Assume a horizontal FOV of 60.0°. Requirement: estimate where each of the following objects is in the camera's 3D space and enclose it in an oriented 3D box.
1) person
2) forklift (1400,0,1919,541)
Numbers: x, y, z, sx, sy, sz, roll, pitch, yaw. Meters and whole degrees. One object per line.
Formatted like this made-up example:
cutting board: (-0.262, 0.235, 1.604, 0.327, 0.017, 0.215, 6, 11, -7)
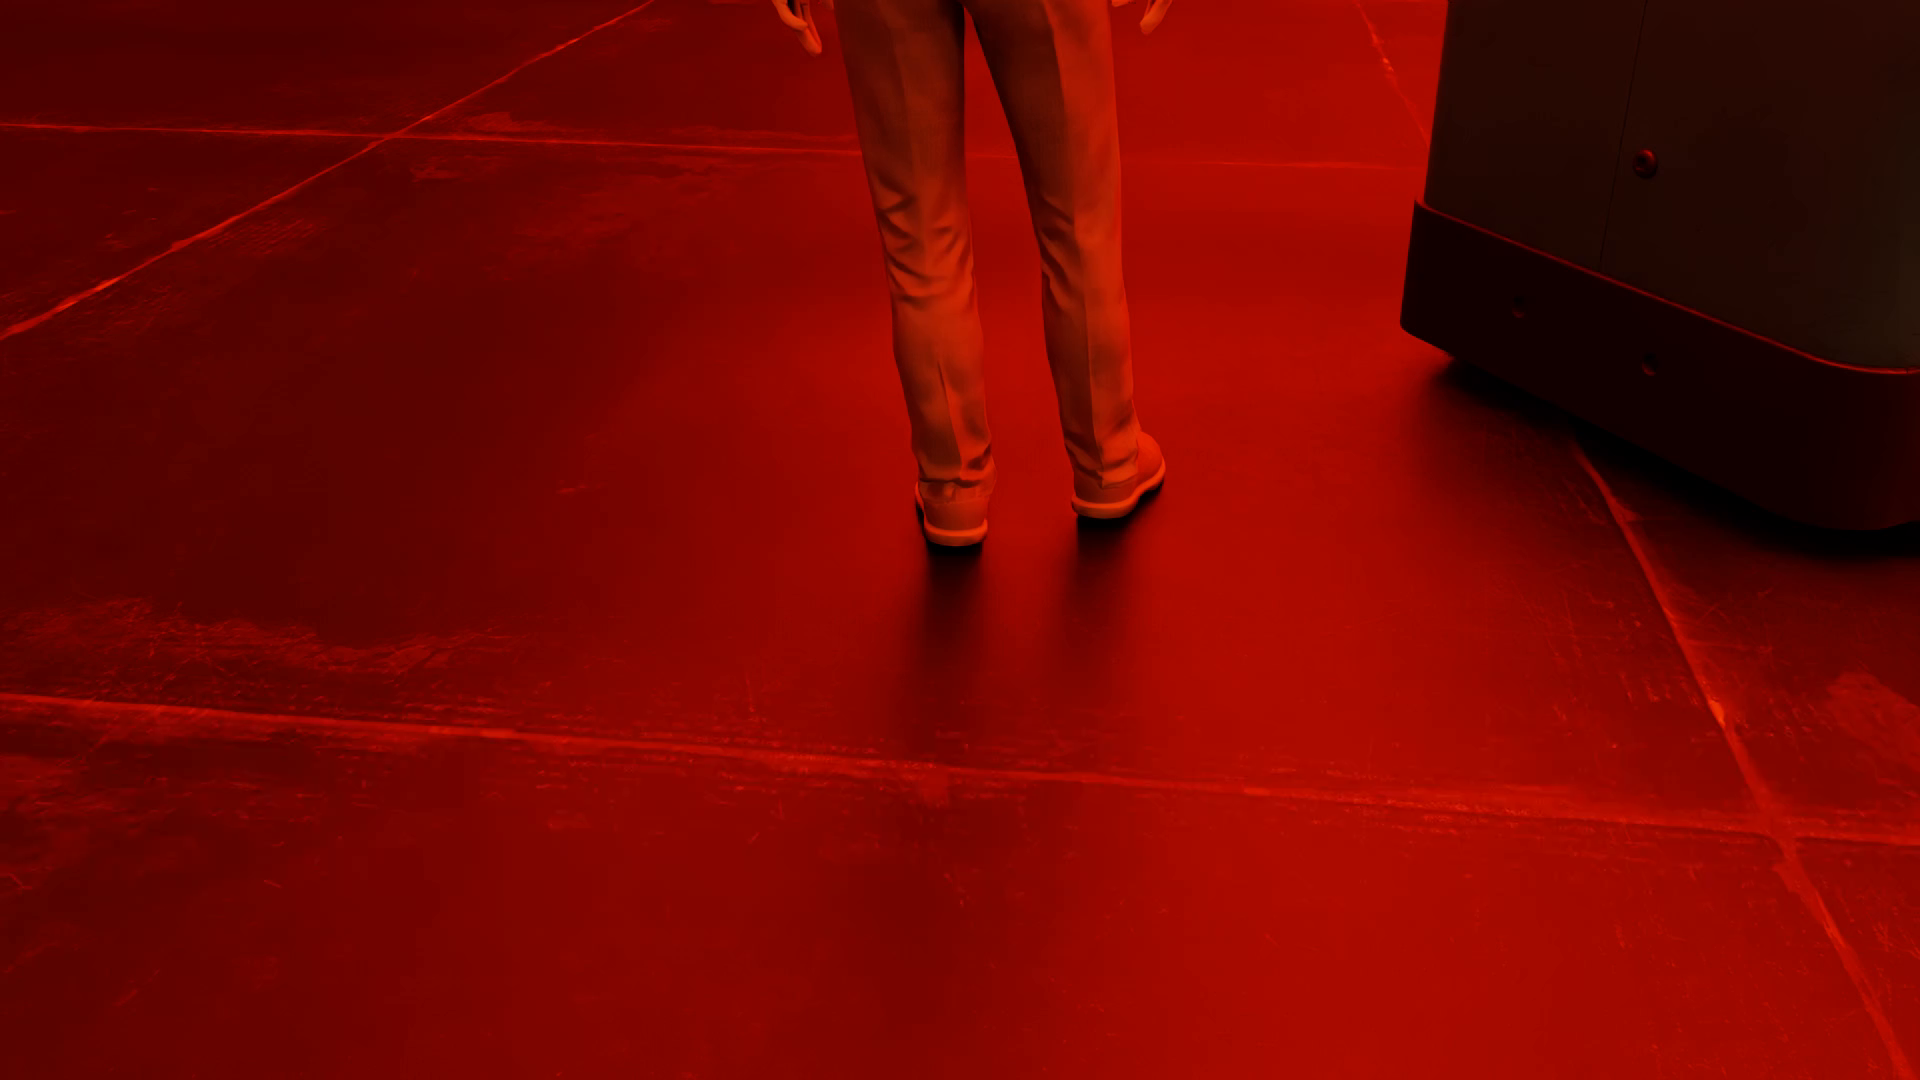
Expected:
person: (0.015, -0.794, 2.178, 0.588, 1.695, 0.531, 3, 27, 7)
forklift: (2.398, -1.730, 2.685, 3.031, 2.935, 1.130, -11, 29, -21)
